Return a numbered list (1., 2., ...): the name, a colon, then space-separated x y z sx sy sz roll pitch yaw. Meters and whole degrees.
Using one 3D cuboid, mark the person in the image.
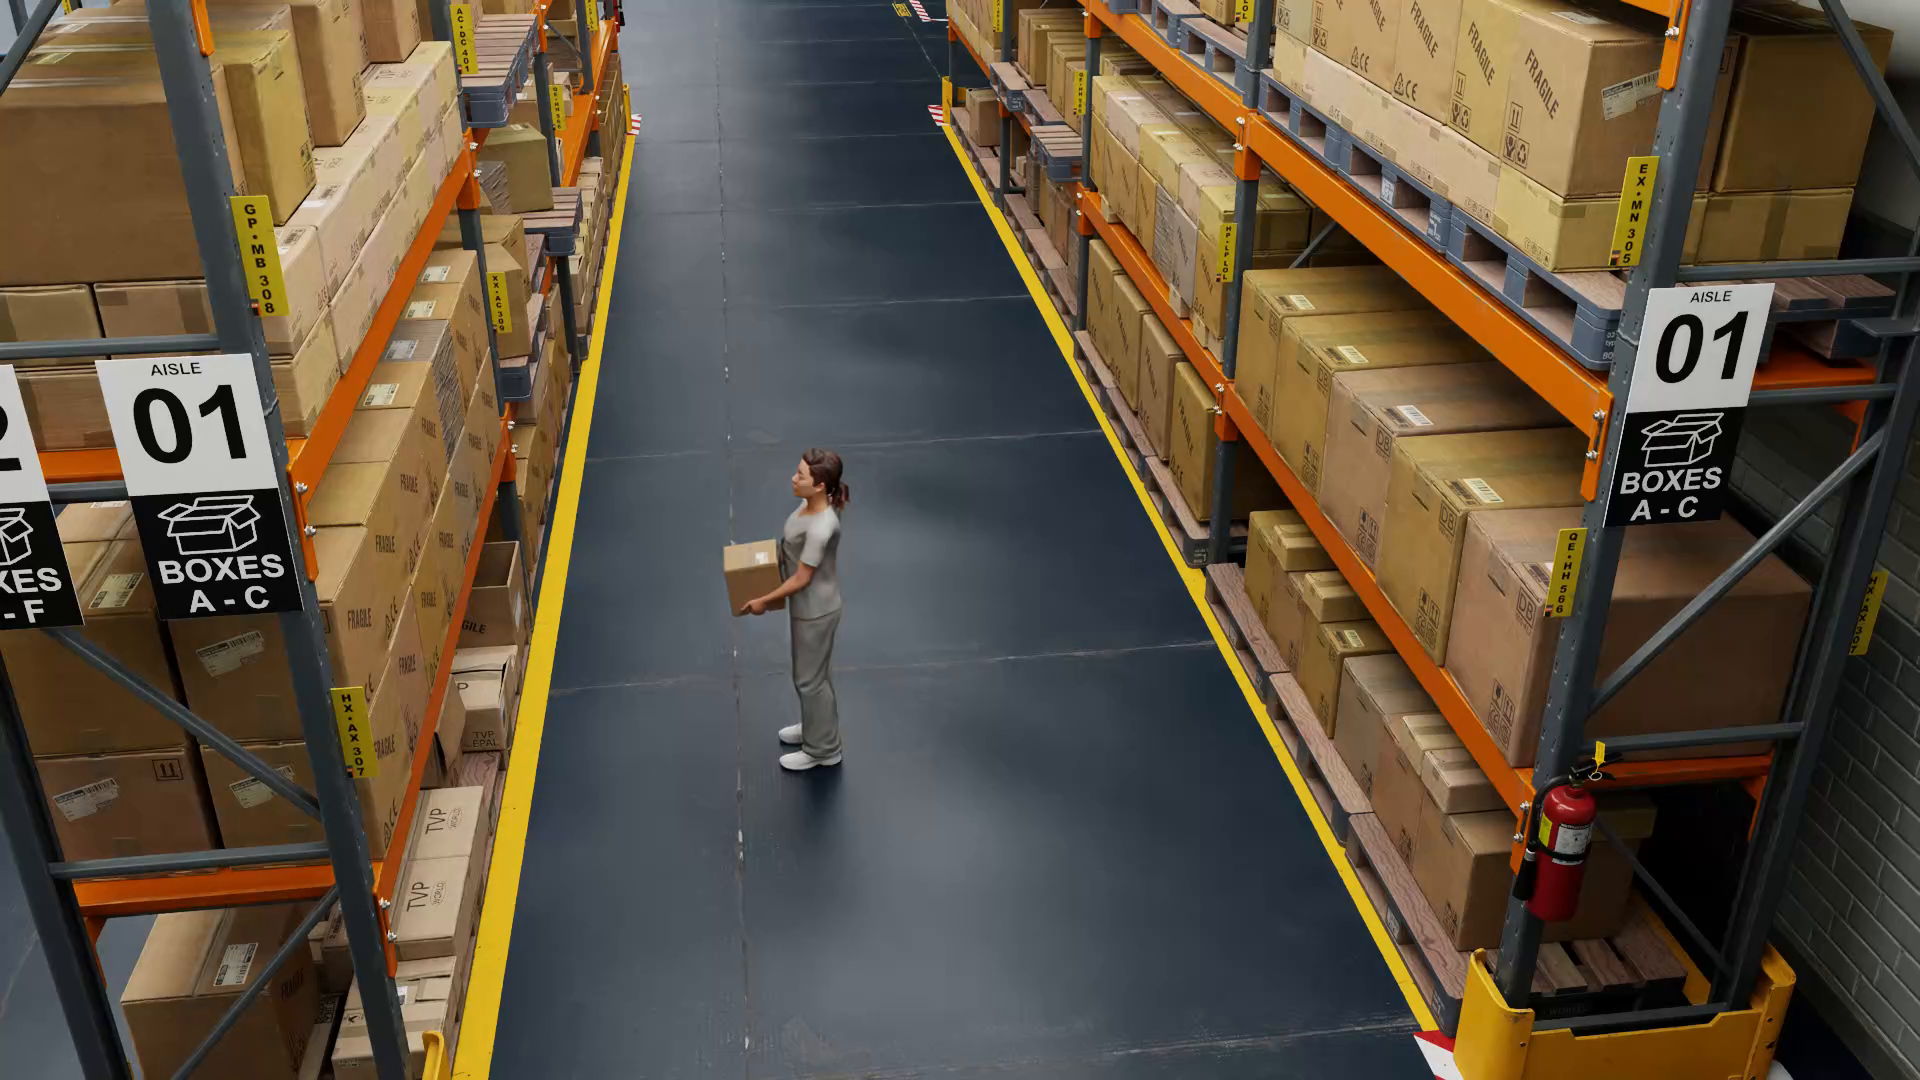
1. person: -0.775 0.339 7.990 0.549 1.646 0.442 -4 27 -7
